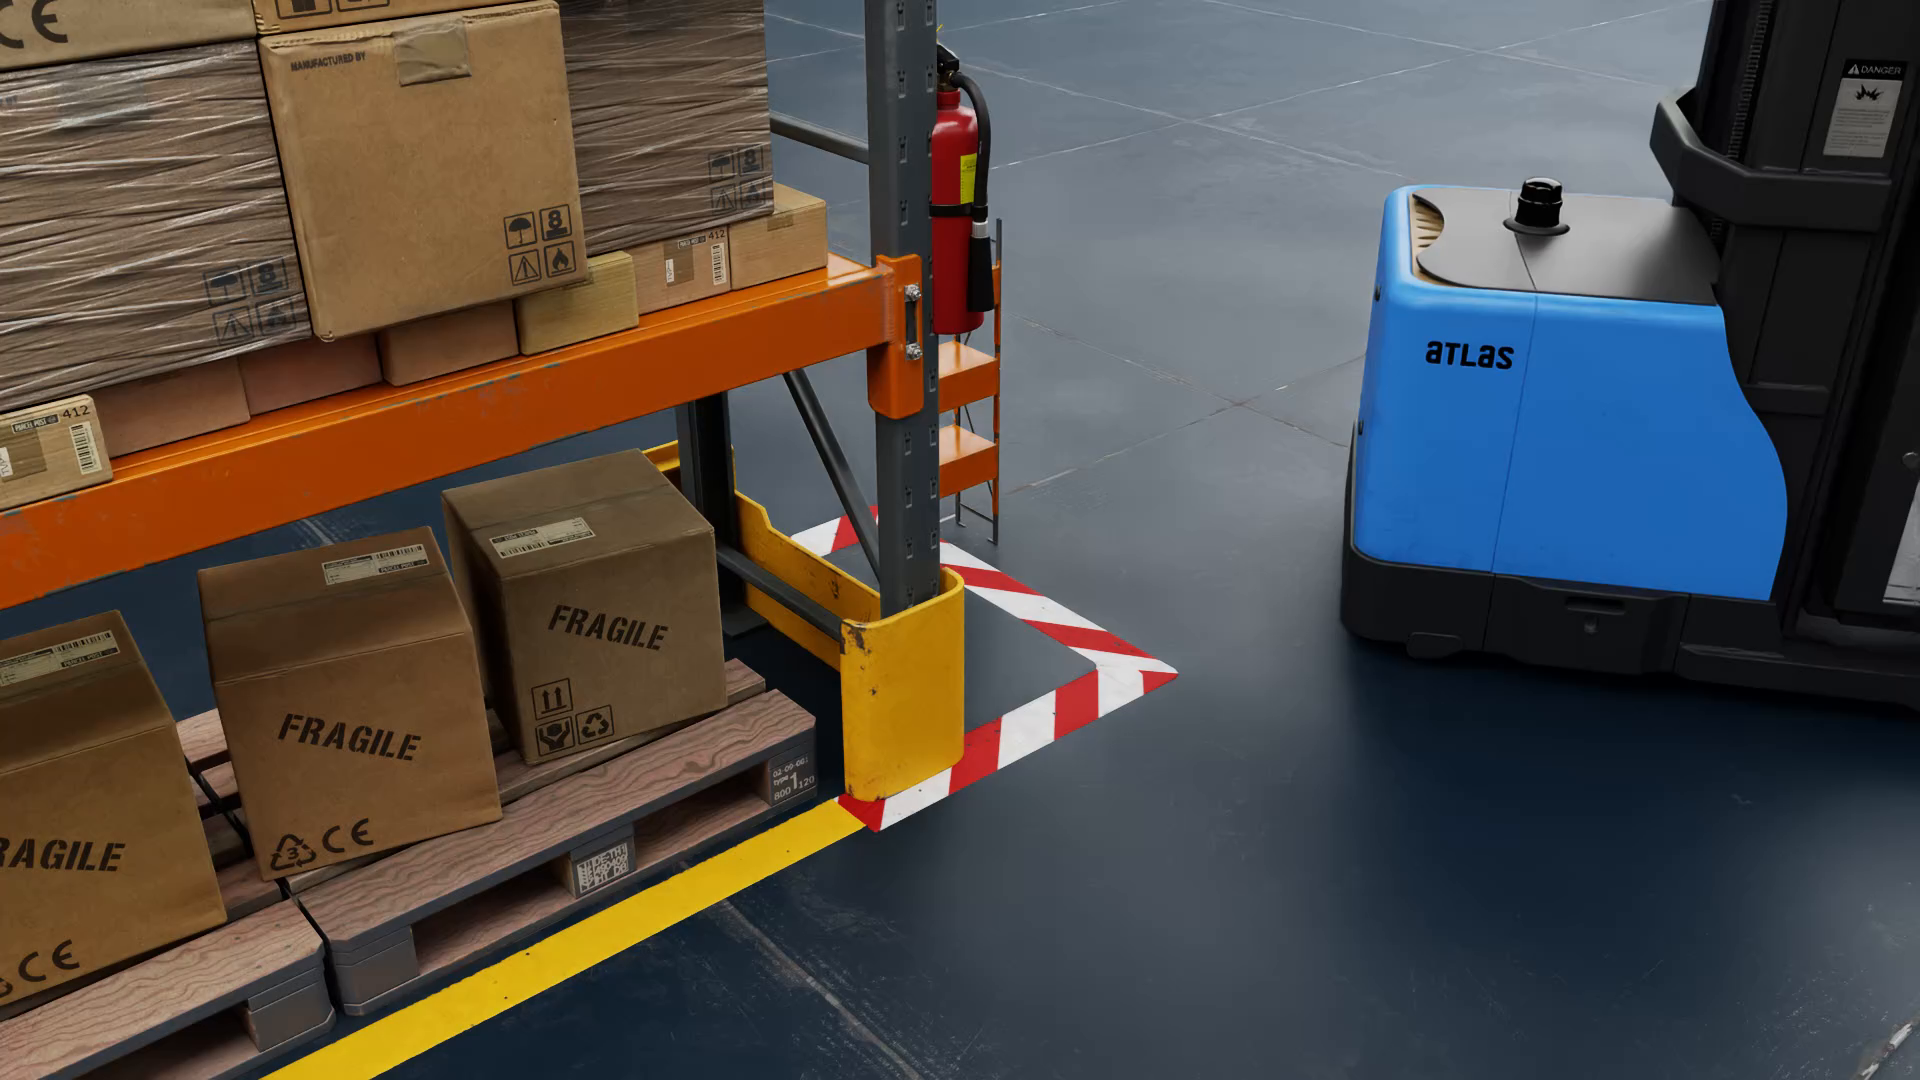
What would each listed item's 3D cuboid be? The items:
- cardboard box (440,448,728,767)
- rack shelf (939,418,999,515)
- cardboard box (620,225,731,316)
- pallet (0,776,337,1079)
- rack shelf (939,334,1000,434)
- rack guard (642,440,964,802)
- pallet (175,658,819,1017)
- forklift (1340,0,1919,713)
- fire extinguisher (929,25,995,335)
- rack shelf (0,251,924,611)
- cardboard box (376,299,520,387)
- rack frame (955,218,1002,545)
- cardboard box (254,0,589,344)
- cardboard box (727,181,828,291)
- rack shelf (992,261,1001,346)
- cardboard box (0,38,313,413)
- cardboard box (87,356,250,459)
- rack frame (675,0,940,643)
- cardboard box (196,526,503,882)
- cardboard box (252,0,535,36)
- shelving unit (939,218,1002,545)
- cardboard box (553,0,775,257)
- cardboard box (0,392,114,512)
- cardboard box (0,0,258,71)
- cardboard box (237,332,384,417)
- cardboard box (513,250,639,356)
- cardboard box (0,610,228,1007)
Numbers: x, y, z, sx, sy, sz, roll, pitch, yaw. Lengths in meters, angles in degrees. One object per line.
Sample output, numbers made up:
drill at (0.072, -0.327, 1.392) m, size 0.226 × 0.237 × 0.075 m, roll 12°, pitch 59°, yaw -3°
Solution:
cardboard box at (-0.901, 0.145, 4.002) m, size 0.500 × 0.500 × 0.500 m, roll -15°, pitch 32°, yaw -26°
rack shelf at (-0.041, -0.192, 5.108) m, size 0.240 × 0.259 × 0.215 m, roll -22°, pitch 35°, yaw -35°
cardboard box at (-0.689, -0.609, 3.473) m, size 0.250 × 0.149 × 0.380 m, roll -22°, pitch 35°, yaw -35°
pallet at (-2.042, 0.903, 3.336) m, size 1.213 × 0.211 × 1.003 m, roll -22°, pitch 35°, yaw -35°
rack shelf at (-0.041, -0.437, 4.977) m, size 0.240 × 0.259 × 0.215 m, roll -22°, pitch 35°, yaw -35°
rack guard at (-0.473, 0.169, 4.404) m, size 0.348 × 0.500 × 1.175 m, roll -22°, pitch 35°, yaw -35°
pallet at (-1.114, 0.532, 4.031) m, size 1.213 × 0.211 × 1.003 m, roll -22°, pitch 35°, yaw -35°
forklift at (2.642, -1.048, 4.102) m, size 3.031 × 2.935 × 1.130 m, roll 6°, pitch 29°, yaw 11°
fire extinguisher at (-0.029, -0.793, 3.633) m, size 0.183 × 0.674 × 0.296 m, roll -22°, pitch 35°, yaw -35°
rack shelf at (-1.937, -0.028, 2.883) m, size 4.000 × 0.370 × 1.077 m, roll -22°, pitch 35°, yaw -35°
cardboard box at (-1.046, -0.443, 3.163) m, size 0.250 × 0.149 × 0.380 m, roll -22°, pitch 35°, yaw -35°
rack frame at (0.052, -0.484, 5.042) m, size 0.008 × 1.050 × 0.200 m, roll -22°, pitch 35°, yaw -35°
cardboard box at (-1.154, -0.778, 3.102) m, size 0.500 × 0.500 × 0.875 m, roll -22°, pitch 35°, yaw -35°
cardboard box at (-0.498, -0.685, 3.616) m, size 0.250 × 0.149 × 0.380 m, roll -22°, pitch 35°, yaw -35°
rack shelf at (-0.040, -0.688, 4.843) m, size 0.240 × 0.259 × 0.215 m, roll -22°, pitch 35°, yaw -35°
cardboard box at (-1.563, -0.640, 2.844) m, size 0.500 × 0.500 × 0.875 m, roll -22°, pitch 35°, yaw -35°
cardboard box at (-1.439, -0.297, 2.889) m, size 0.250 × 0.149 × 0.380 m, roll -22°, pitch 35°, yaw -35°
rack frame at (-0.416, -0.957, 3.858) m, size 0.127 × 3.000 × 1.000 m, roll -22°, pitch 35°, yaw -35°
cardboard box at (-1.334, 0.340, 3.637) m, size 0.500 × 0.500 × 0.500 m, roll -13°, pitch 31°, yaw -22°
cardboard box at (-1.050, -1.161, 2.758) m, size 0.500 × 0.500 × 0.500 m, roll -22°, pitch 35°, yaw -35°
shelving unit at (-0.041, -0.447, 4.972) m, size 0.252 × 1.050 × 0.215 m, roll -22°, pitch 35°, yaw -35°
cardboard box at (-0.852, -0.974, 3.468) m, size 0.500 × 0.500 × 0.875 m, roll -22°, pitch 35°, yaw -35°
cardboard box at (-1.571, -0.188, 2.687) m, size 0.250 × 0.149 × 0.380 m, roll -22°, pitch 35°, yaw -35°
cardboard box at (-1.432, -1.009, 2.474) m, size 0.500 × 0.500 × 0.500 m, roll -22°, pitch 35°, yaw -35°
cardboard box at (-1.263, -0.381, 3.047) m, size 0.250 × 0.149 × 0.380 m, roll -22°, pitch 35°, yaw -35°
cardboard box at (-0.846, -0.514, 3.296) m, size 0.250 × 0.149 × 0.380 m, roll -22°, pitch 35°, yaw -35°
cardboard box at (-1.823, 0.525, 3.291) m, size 0.500 × 0.500 × 0.500 m, roll -18°, pitch 33°, yaw -30°
